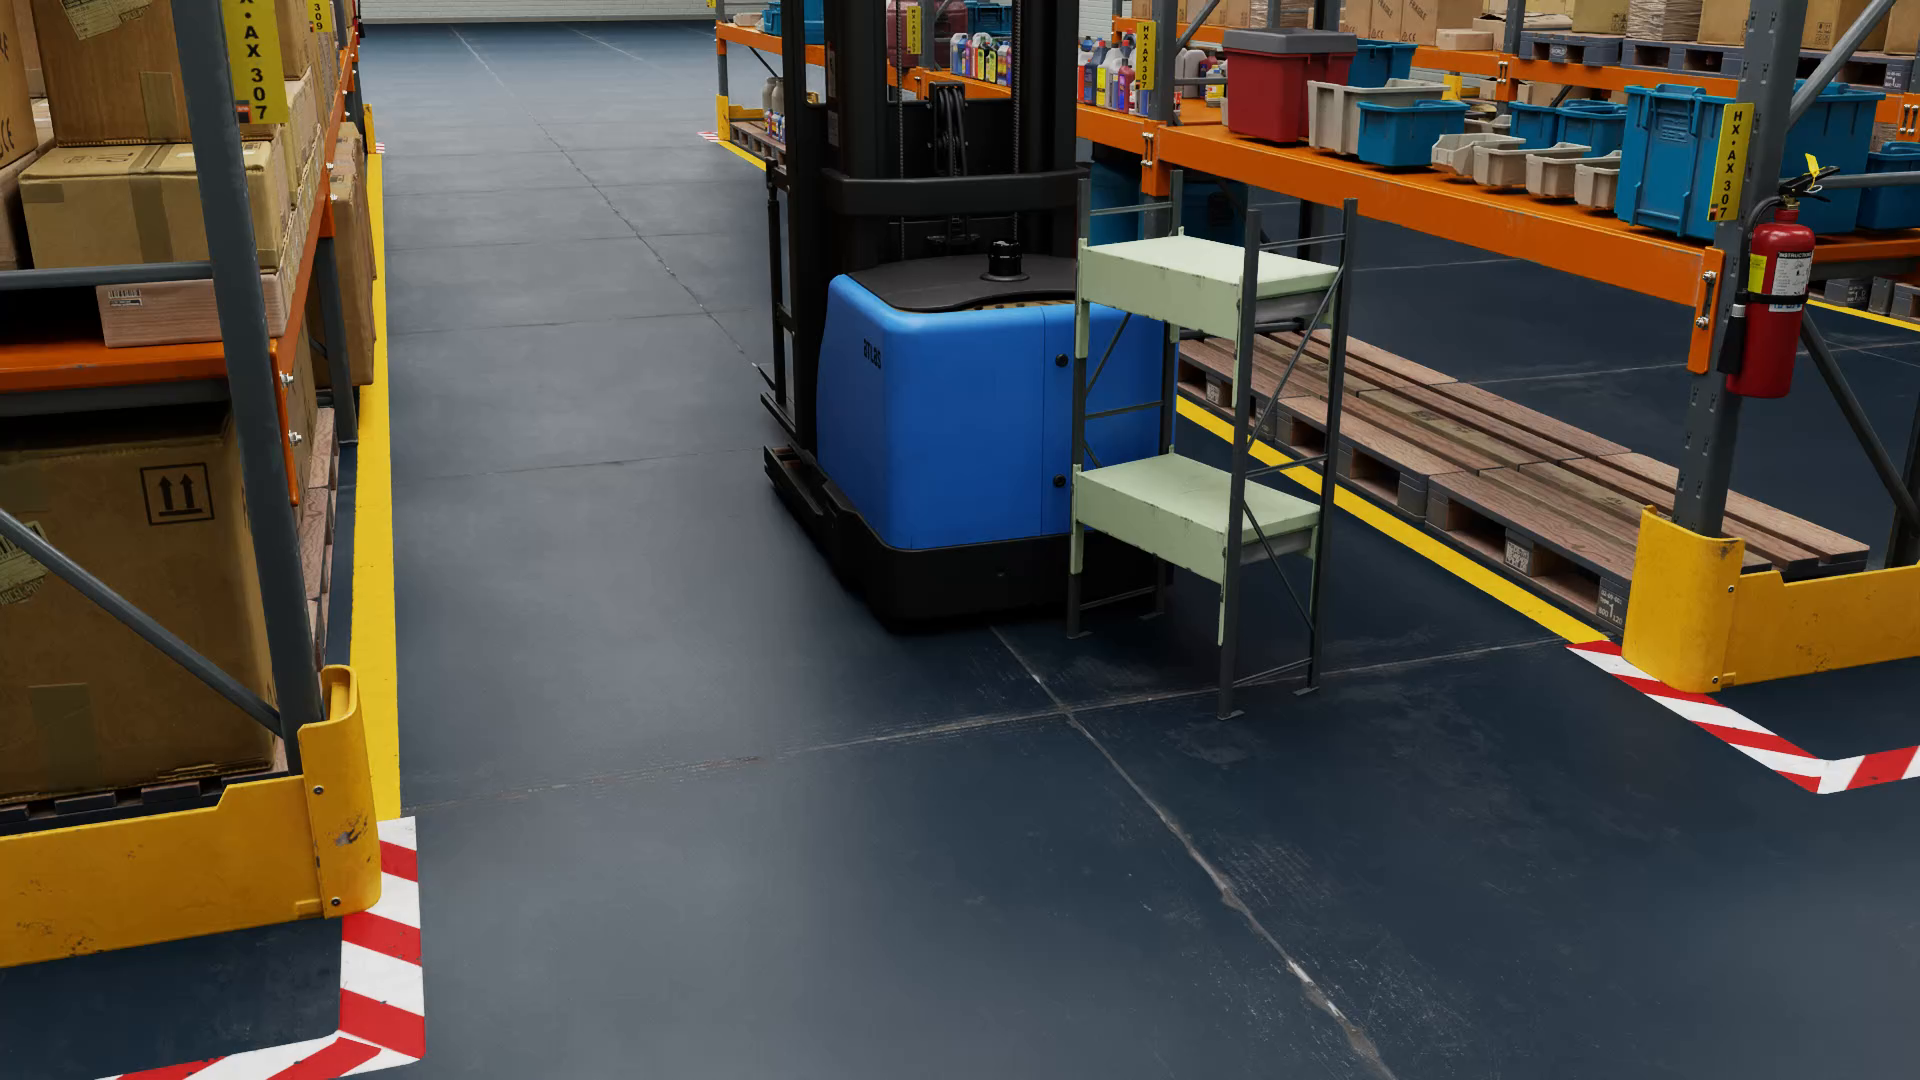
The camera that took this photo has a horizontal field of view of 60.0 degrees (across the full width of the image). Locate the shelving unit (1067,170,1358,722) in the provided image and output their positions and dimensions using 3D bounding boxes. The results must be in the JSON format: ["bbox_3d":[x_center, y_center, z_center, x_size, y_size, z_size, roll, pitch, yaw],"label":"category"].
[{"bbox_3d":[0.730,-0.311,5.063,0.431,1.500,0.755,-13,23,-32],"label":"shelving unit"}]

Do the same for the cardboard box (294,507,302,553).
[{"bbox_3d":[-2.561,-0.218,5.107,0.875,0.875,0.875,-6,21,-17],"label":"cardboard box"}]

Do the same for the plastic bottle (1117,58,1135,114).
[{"bbox_3d":[0.900,-2.448,8.966,0.061,0.283,0.133,-6,21,-17],"label":"plastic bottle"}]

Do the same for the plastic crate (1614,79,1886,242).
[{"bbox_3d":[2.422,-1.190,5.151,0.616,0.435,0.499,-6,21,-17],"label":"plastic crate"}]

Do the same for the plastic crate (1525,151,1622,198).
[{"bbox_3d":[2.199,-1.299,5.896,0.396,0.136,0.243,-6,21,-17],"label":"plastic crate"}]

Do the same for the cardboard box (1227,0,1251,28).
[{"bbox_3d":[3.319,-5.791,17.953,0.700,0.500,0.500,-7,21,-18],"label":"cardboard box"}]

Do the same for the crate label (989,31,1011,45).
[{"bbox_3d":[0.413,-3.721,12.586,0.303,0.233,0.416,-6,21,-17],"label":"crate label"}]

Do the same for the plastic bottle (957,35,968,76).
[{"bbox_3d":[0.029,-3.351,11.498,0.097,0.271,0.097,0,20,0],"label":"plastic bottle"}]

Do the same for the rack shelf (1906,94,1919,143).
[{"bbox_3d":[6.779,-1.886,8.293,1.077,0.370,4.000,-6,21,-17],"label":"rack shelf"}]

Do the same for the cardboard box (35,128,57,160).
[{"bbox_3d":[-2.561,-0.891,4.241,0.500,0.250,0.500,-7,21,-18],"label":"cardboard box"}]

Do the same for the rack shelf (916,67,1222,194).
[{"bbox_3d":[0.818,-2.644,10.405,1.077,0.370,4.000,-6,21,-17],"label":"rack shelf"}]

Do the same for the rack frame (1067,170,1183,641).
[{"bbox_3d":[0.526,-0.413,5.349,0.400,1.500,0.023,-13,23,-32],"label":"rack frame"}]

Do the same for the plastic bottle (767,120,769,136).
[{"bbox_3d":[-2.018,-4.434,17.812,0.097,0.201,0.097,0,20,0],"label":"plastic bottle"}]

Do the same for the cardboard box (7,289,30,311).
[{"bbox_3d":[-2.584,-0.657,4.179,0.380,0.149,0.250,-6,21,-17],"label":"cardboard box"}]

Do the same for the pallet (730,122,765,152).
[{"bbox_3d":[-2.006,-4.599,18.908,1.003,0.211,1.213,-6,21,-17],"label":"pallet"}]

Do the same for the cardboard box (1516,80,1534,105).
[{"bbox_3d":[7.392,-5.772,21.375,0.500,0.311,0.500,-5,20,-13],"label":"cardboard box"}]

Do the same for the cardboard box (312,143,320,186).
[{"bbox_3d":[-2.606,-1.386,6.209,0.380,0.149,0.250,-6,21,-16],"label":"cardboard box"}]

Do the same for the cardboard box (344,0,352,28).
[{"bbox_3d":[-5.976,-4.884,14.989,0.875,0.500,0.500,-6,21,-17],"label":"cardboard box"}]

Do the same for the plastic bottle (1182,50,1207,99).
[{"bbox_3d":[1.372,-2.769,9.871,0.152,0.276,0.135,-6,21,-17],"label":"plastic bottle"}]

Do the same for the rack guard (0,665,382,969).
[{"bbox_3d":[-1.990,0.653,3.859,1.175,0.500,0.348,-6,21,-17],"label":"rack guard"}]

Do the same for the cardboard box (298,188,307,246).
[{"bbox_3d":[-2.202,-0.974,5.063,0.380,0.149,0.250,-7,21,-18],"label":"cardboard box"}]

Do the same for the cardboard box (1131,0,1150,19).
[{"bbox_3d":[2.513,-6.613,20.242,0.700,0.500,0.500,-6,21,-17],"label":"cardboard box"}]

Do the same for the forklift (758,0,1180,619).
[{"bbox_3d":[-0.195,-1.582,6.485,1.130,2.935,3.031,-6,21,-17],"label":"forklift"}]

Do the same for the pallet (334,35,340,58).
[{"bbox_3d":[-5.173,-3.639,12.394,1.003,0.211,1.213,-6,21,-17],"label":"pallet"}]

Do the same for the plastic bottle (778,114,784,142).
[{"bbox_3d":[-1.848,-4.293,17.316,0.097,0.271,0.097,0,20,0],"label":"plastic bottle"}]

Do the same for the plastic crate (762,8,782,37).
[{"bbox_3d":[-1.673,-5.165,16.578,0.499,0.251,0.616,-6,21,-17],"label":"plastic crate"}]

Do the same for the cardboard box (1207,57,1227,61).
[{"bbox_3d":[2.976,-5.137,18.619,0.500,0.500,0.500,-6,21,-17],"label":"cardboard box"}]

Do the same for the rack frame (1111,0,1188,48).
[{"bbox_3d":[2.379,-6.717,20.680,1.000,3.000,0.127,-6,21,-17],"label":"rack frame"}]

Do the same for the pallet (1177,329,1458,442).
[{"bbox_3d":[1.715,-0.797,8.323,1.003,0.211,1.213,-6,21,-17],"label":"pallet"}]

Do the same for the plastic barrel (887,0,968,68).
[{"bbox_3d":[-0.244,-3.805,12.372,0.600,0.536,0.708,-6,21,-17],"label":"plastic barrel"}]

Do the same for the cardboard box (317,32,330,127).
[{"bbox_3d":[-3.478,-2.358,8.396,0.500,0.500,0.500,-7,21,-18],"label":"cardboard box"}]

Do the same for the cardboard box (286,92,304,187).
[{"bbox_3d":[-2.385,-1.278,5.319,0.500,0.250,0.500,-7,21,-18],"label":"cardboard box"}]

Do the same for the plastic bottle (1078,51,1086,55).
[{"bbox_3d":[0.701,-2.697,9.671,0.152,0.276,0.135,-6,21,-17],"label":"plastic bottle"}]

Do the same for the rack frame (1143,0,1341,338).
[{"bbox_3d":[1.447,-2.341,8.497,1.000,3.000,0.127,-6,21,-17],"label":"rack frame"}]

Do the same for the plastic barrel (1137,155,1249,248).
[{"bbox_3d":[1.292,-1.727,9.272,0.600,0.901,0.708,-6,21,-17],"label":"plastic barrel"}]

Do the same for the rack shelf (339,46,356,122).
[{"bbox_3d":[-5.141,-3.402,12.514,1.077,0.370,4.000,-6,21,-17],"label":"rack shelf"}]

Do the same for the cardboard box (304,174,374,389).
[{"bbox_3d":[-3.475,-1.216,7.886,1.225,0.875,0.875,-6,21,-17],"label":"cardboard box"}]

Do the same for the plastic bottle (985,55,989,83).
[{"bbox_3d":[0.217,-3.127,10.978,0.097,0.201,0.097,0,20,0],"label":"plastic bottle"}]

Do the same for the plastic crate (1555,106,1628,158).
[{"bbox_3d":[2.525,-1.544,6.435,0.416,0.233,0.300,-6,21,-17],"label":"plastic crate"}]

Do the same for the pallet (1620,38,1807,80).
[{"bbox_3d":[5.509,-3.436,11.829,1.003,0.211,1.213,-6,21,-17],"label":"pallet"}]

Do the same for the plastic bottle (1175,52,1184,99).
[{"bbox_3d":[1.228,-2.753,9.826,0.152,0.276,0.135,-6,21,-17],"label":"plastic bottle"}]

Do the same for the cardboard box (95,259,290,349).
[{"bbox_3d":[-1.796,-0.562,3.915,0.380,0.149,0.250,-6,21,-17],"label":"cardboard box"}]

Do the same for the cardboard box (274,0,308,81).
[{"bbox_3d":[-2.703,-1.957,6.099,0.500,0.500,0.500,-6,21,-17],"label":"cardboard box"}]

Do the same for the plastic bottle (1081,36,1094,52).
[{"bbox_3d":[0.875,-3.304,11.368,0.097,0.271,0.097,0,20,0],"label":"plastic bottle"}]

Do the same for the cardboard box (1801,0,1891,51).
[{"bbox_3d":[5.938,-3.501,10.956,0.700,0.500,0.500,-3,20,-9],"label":"cardboard box"}]

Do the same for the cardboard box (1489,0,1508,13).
[{"bbox_3d":[7.109,-6.828,21.181,0.500,0.250,0.500,-7,21,-19],"label":"cardboard box"}]

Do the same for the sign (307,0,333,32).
[{"bbox_3d":[-2.728,-2.319,7.037,0.100,0.325,0.005,-6,21,-17],"label":"sign"}]

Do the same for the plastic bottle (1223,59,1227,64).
[{"bbox_3d":[1.538,-2.627,9.483,0.097,0.271,0.097,0,20,0],"label":"plastic bottle"}]

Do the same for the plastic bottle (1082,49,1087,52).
[{"bbox_3d":[0.740,-2.788,9.933,0.097,0.271,0.097,0,20,0],"label":"plastic bottle"}]

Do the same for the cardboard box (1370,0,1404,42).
[{"bbox_3d":[4.185,-4.902,15.480,0.500,0.500,0.500,-6,21,-17],"label":"cardboard box"}]

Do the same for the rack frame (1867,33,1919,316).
[{"bbox_3d":[6.151,-2.866,9.959,1.000,3.000,0.127,-6,21,-17],"label":"rack frame"}]

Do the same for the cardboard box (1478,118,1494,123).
[{"bbox_3d":[4.495,-3.459,14.226,0.500,0.311,0.500,-6,21,-16],"label":"cardboard box"}]
